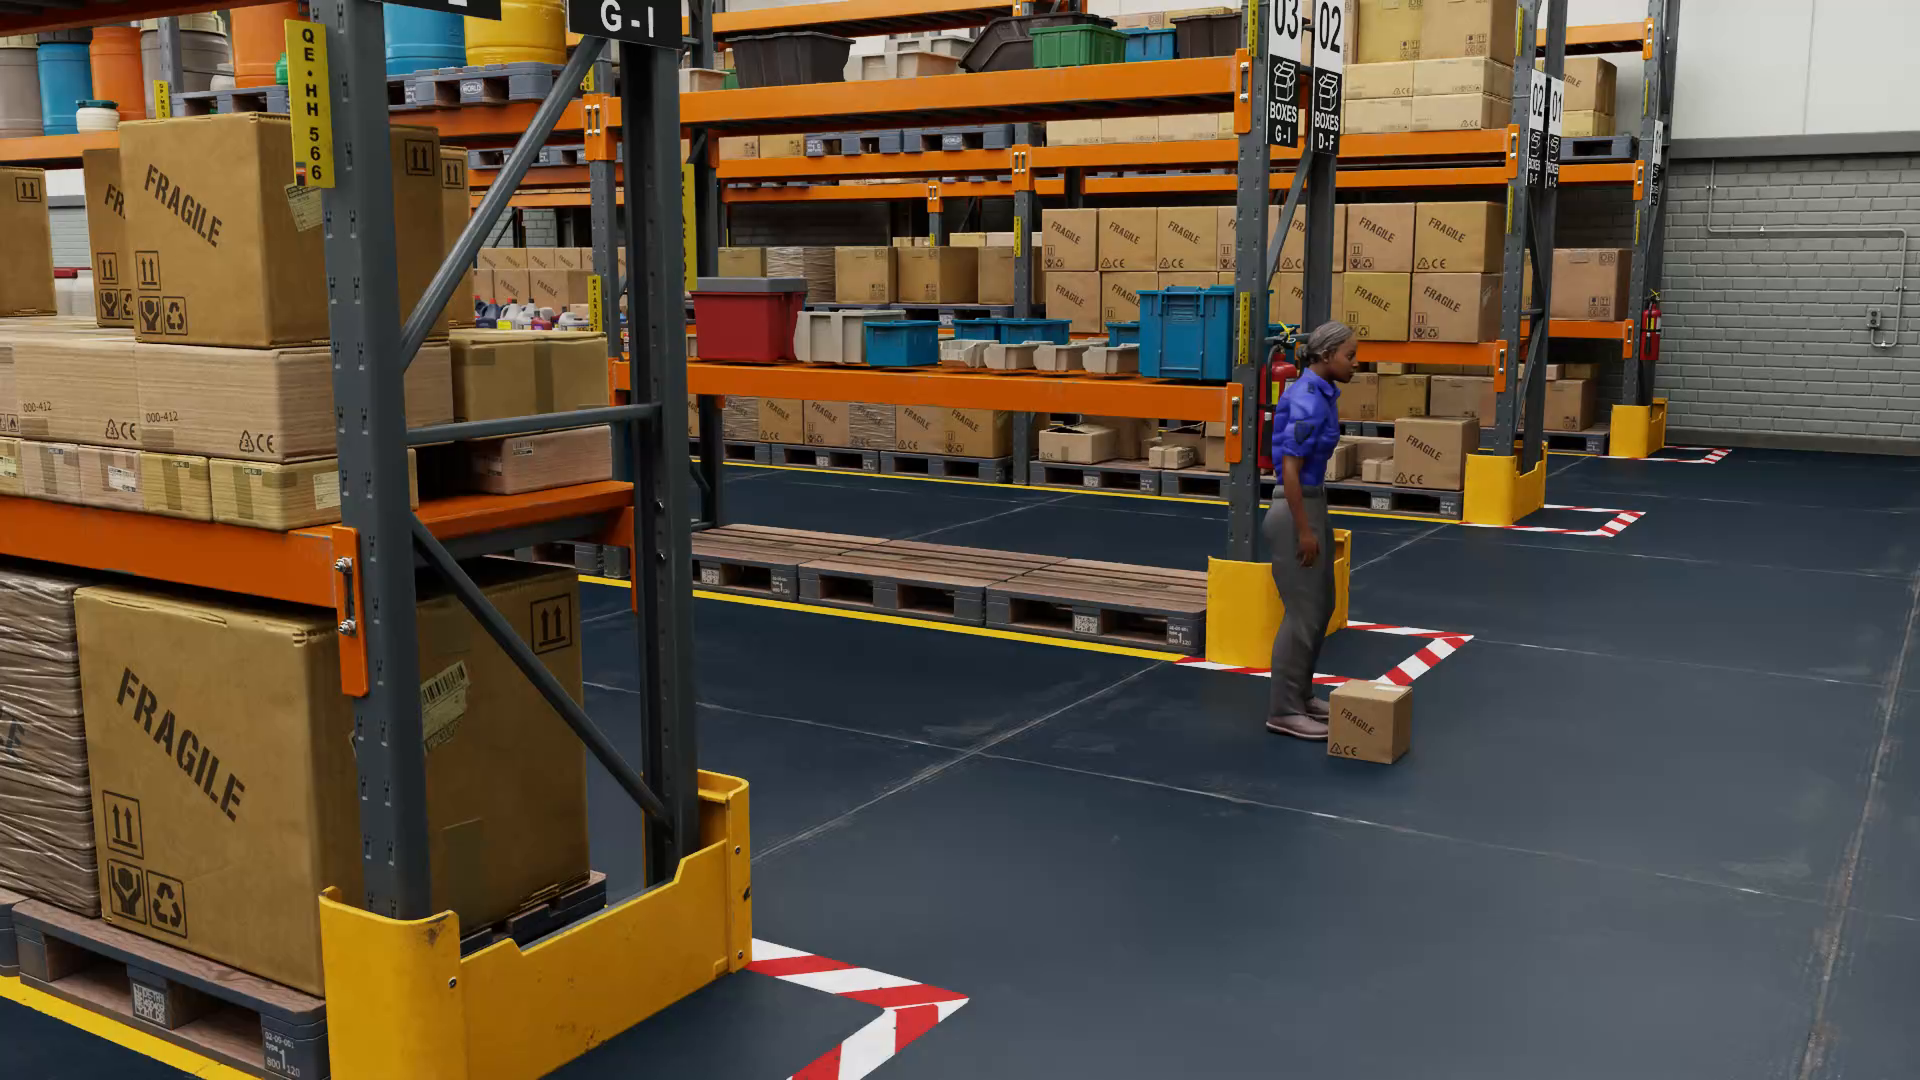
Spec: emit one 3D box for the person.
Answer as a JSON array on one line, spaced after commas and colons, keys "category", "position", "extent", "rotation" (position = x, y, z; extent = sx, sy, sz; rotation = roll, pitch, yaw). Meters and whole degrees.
[{"category": "person", "position": [1.413, -0.058, 6.742], "extent": [0.348, 1.655, 0.509], "rotation": [4, 10, 21]}]
